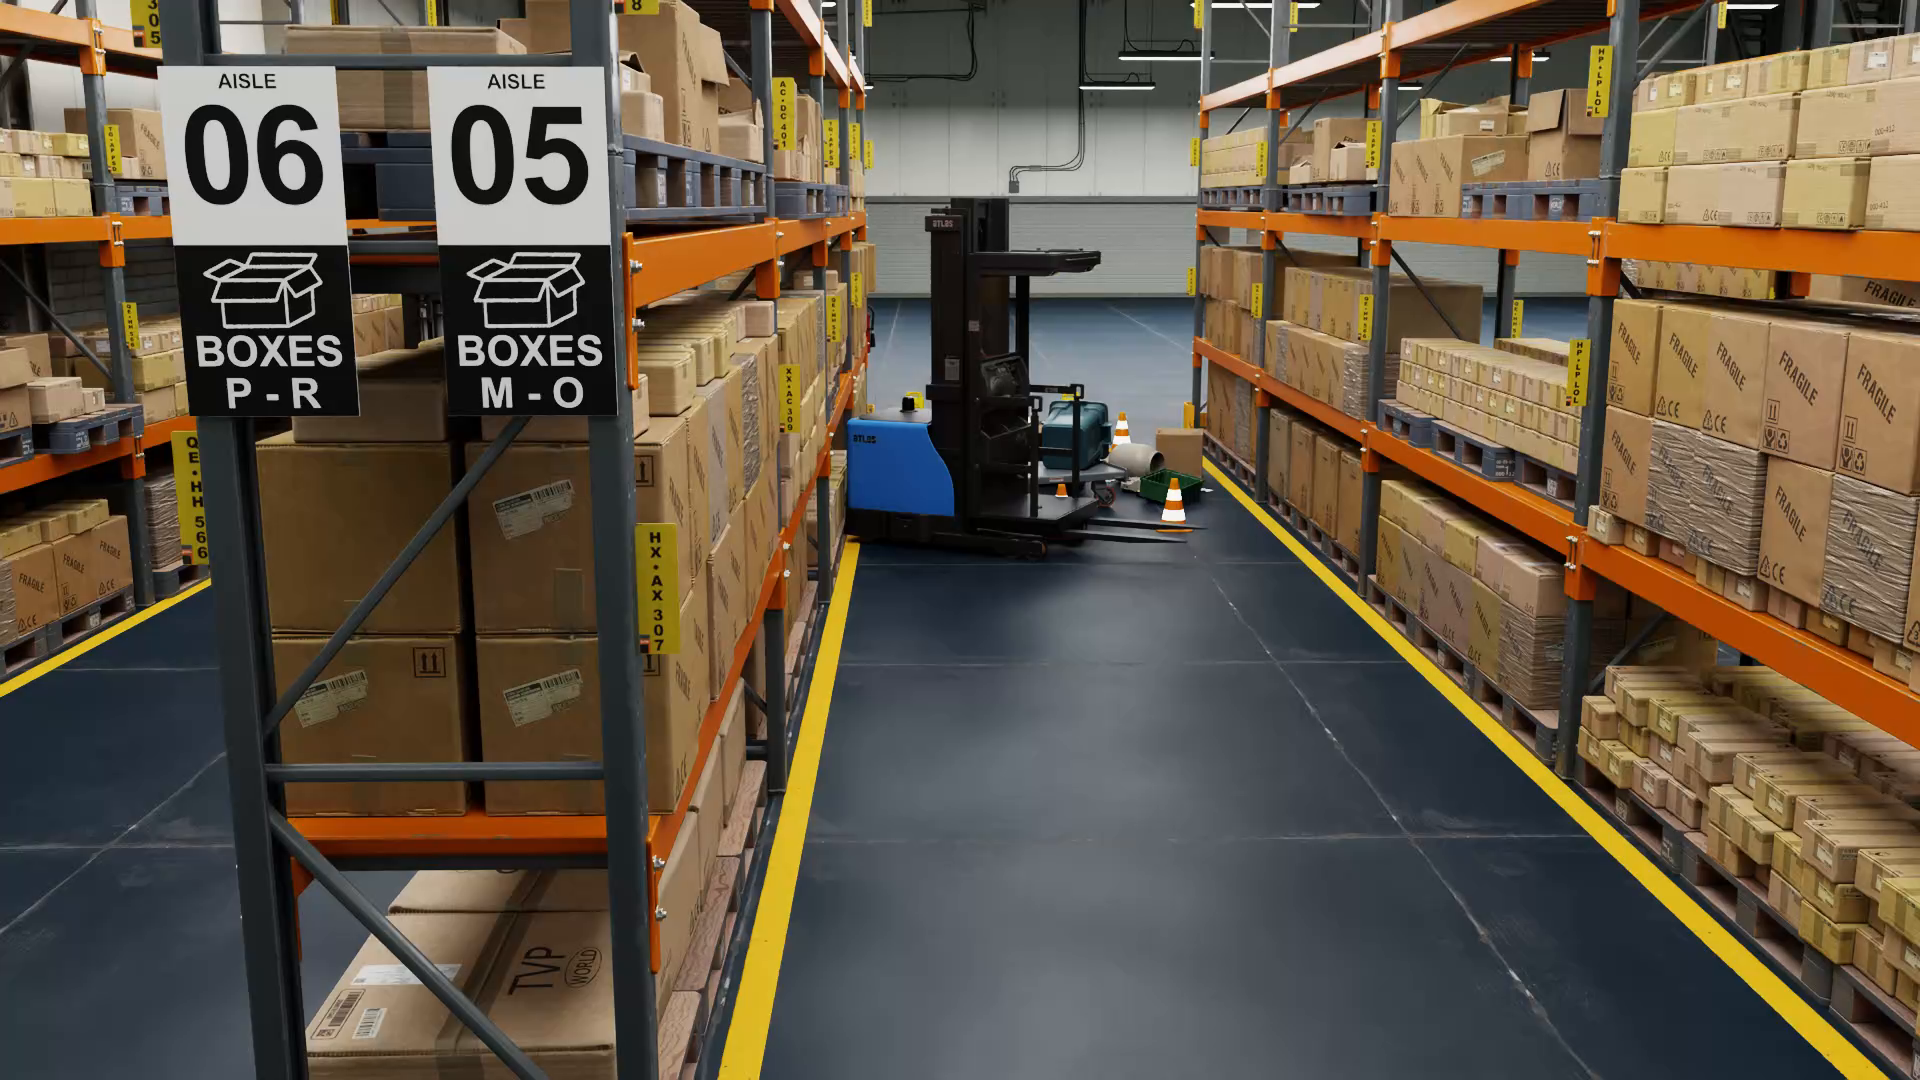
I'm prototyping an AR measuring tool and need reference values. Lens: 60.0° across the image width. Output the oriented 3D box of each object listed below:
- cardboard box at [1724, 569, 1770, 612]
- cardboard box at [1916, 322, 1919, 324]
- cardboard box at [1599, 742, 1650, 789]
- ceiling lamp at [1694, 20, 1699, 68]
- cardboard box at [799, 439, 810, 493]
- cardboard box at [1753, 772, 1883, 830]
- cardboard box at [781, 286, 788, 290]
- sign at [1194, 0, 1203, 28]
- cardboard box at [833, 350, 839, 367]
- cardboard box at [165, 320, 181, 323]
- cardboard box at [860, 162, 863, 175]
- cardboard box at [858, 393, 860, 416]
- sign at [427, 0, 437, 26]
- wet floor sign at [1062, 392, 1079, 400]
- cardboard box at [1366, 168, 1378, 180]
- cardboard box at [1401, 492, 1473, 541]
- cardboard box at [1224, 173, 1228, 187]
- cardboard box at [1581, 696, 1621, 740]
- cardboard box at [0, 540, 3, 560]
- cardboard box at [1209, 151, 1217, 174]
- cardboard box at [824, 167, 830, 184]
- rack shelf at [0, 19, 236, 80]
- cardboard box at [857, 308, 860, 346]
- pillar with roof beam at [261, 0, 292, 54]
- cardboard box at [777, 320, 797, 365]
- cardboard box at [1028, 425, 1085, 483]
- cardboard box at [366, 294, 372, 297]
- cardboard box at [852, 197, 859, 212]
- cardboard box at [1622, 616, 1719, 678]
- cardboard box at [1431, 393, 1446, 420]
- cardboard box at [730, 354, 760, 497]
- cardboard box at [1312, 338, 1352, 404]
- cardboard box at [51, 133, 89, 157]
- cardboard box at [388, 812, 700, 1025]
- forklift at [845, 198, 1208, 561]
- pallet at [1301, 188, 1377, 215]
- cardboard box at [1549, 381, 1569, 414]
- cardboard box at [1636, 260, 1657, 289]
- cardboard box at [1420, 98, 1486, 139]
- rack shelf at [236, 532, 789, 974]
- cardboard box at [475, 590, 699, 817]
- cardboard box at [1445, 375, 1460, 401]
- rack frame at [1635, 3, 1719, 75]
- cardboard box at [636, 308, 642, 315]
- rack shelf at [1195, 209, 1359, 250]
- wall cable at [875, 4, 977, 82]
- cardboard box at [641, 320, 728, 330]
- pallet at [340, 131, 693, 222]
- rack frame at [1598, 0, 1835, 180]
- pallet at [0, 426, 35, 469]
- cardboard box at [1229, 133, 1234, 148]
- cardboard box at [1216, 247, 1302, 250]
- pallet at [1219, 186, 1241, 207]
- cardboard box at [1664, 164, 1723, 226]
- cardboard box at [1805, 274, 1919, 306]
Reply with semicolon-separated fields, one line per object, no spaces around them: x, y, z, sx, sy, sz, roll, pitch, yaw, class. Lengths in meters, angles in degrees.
3.329;0.191;6.706;0.380;0.149;0.250;0;11;1;cardboard box
3.894;-0.537;6.145;0.500;0.500;0.500;-1;11;-3;cardboard box
3.266;1.066;7.872;0.380;0.149;0.250;0;11;1;cardboard box
18.524;-13.538;43.978;2.000;3.185;0.800;0;11;-1;ceiling lamp
-1.124;-0.431;9.516;0.500;0.250;0.500;0;11;-2;cardboard box
3.381;1.028;6.564;0.380;0.149;0.250;0;11;-1;cardboard box
-1.804;-2.008;14.857;0.500;0.500;0.500;0;11;-1;cardboard box
2.772;-6.111;19.302;0.100;0.325;0.005;0;11;-1;sign
-1.244;-1.580;14.379;0.380;0.149;0.250;0;11;-1;cardboard box
-6.269;-1.724;13.632;0.380;0.149;0.250;0;11;-1;cardboard box
-1.318;-4.268;19.135;0.380;0.149;0.250;0;11;-1;cardboard box
-1.303;-1.252;17.159;0.500;0.500;0.500;0;11;1;cardboard box
-6.040;-6.011;19.009;0.100;0.325;0.005;0;11;-1;sign
1.346;-1.481;20.235;0.267;0.644;0.232;-2;12;-11;wet floor sign
3.260;-2.775;12.429;0.380;0.166;0.250;0;11;-1;cardboard box
3.275;-0.156;11.129;0.500;0.250;0.500;0;11;-2;cardboard box
3.045;-3.868;17.859;0.380;0.149;0.250;0;11;-1;cardboard box
3.262;0.867;8.105;0.380;0.149;0.250;0;11;1;cardboard box
-6.155;0.077;10.234;0.380;0.149;0.250;-1;11;-4;cardboard box
3.092;-4.236;18.672;0.500;0.250;0.500;0;11;-2;cardboard box
-1.366;-3.086;14.004;0.500;0.250;0.500;0;11;0;cardboard box
-6.459;-3.774;13.345;1.077;0.370;4.000;0;11;-1;rack shelf
-1.299;-2.284;17.275;0.500;0.500;0.500;0;11;-2;cardboard box
-3.166;-5.391;18.499;9.100;9.000;0.400;0;11;-1;pillar with roof beam
-1.094;-0.839;8.383;0.500;0.500;0.500;0;11;0;cardboard box
0.975;-0.915;17.462;0.797;0.637;0.503;0;11;-1;cardboard box
-6.255;-2.563;17.016;0.380;0.149;0.250;0;11;-2;cardboard box
-1.238;-3.468;17.196;0.380;0.149;0.250;0;11;-2;cardboard box
3.824;0.620;9.191;0.500;0.500;0.500;0;11;1;cardboard box
3.318;-0.879;10.923;0.380;0.149;0.250;0;11;1;cardboard box
-1.064;-0.455;6.493;0.500;0.500;0.500;0;11;0;cardboard box
3.195;-1.383;13.578;0.500;0.500;0.500;0;11;-2;cardboard box
-6.115;-2.656;11.187;0.380;0.149;0.250;0;11;1;cardboard box
-1.431;1.321;5.890;0.875;0.438;0.875;0;11;0;cardboard box
0.568;-1.386;14.019;3.031;2.935;1.130;5;13;24;forklift
3.399;-2.774;13.620;1.003;0.211;1.213;0;11;1;pallet
3.365;-0.758;8.831;0.380;0.149;0.250;-1;11;-3;cardboard box
8.030;-3.112;18.840;0.500;0.500;0.500;0;11;-1;cardboard box
3.235;-2.757;10.882;0.396;0.266;0.258;0;11;-1;cardboard box
-1.331;0.539;6.167;1.077;0.370;4.000;0;11;-1;rack shelf
-1.013;0.438;4.602;0.500;0.500;0.500;0;11;-2;cardboard box
3.327;-0.972;10.631;0.380;0.149;0.250;0;11;-1;cardboard box
8.288;-5.577;19.417;1.000;3.000;0.127;0;11;-1;rack frame
-1.556;-0.903;7.066;0.380;0.149;0.250;0;11;-2;cardboard box
3.368;-3.357;17.826;1.077;0.370;4.000;0;11;-1;rack shelf
-1.030;-15.134;50.192;3.097;2.526;0.112;0;11;-1;wall cable
-1.085;-0.754;6.332;0.380;0.149;0.250;0;11;-2;cardboard box
-1.315;-0.990;4.573;1.003;0.211;1.213;0;11;-1;pallet
3.575;-3.192;7.658;1.000;3.000;0.127;0;11;-1;rack frame
-6.373;-0.504;9.984;1.003;0.211;1.213;0;11;-1;pallet
3.051;-4.208;17.529;0.380;0.149;0.250;0;11;0;cardboard box
3.399;-3.057;18.989;0.875;0.550;0.550;0;11;-1;cardboard box
3.380;-3.673;17.798;1.003;0.211;1.213;0;11;-1;pallet
3.340;-1.455;7.022;0.500;0.250;0.500;0;11;-2;cardboard box
8.247;-2.183;15.212;1.000;1.000;1.000;0;11;-1;cardboard box
